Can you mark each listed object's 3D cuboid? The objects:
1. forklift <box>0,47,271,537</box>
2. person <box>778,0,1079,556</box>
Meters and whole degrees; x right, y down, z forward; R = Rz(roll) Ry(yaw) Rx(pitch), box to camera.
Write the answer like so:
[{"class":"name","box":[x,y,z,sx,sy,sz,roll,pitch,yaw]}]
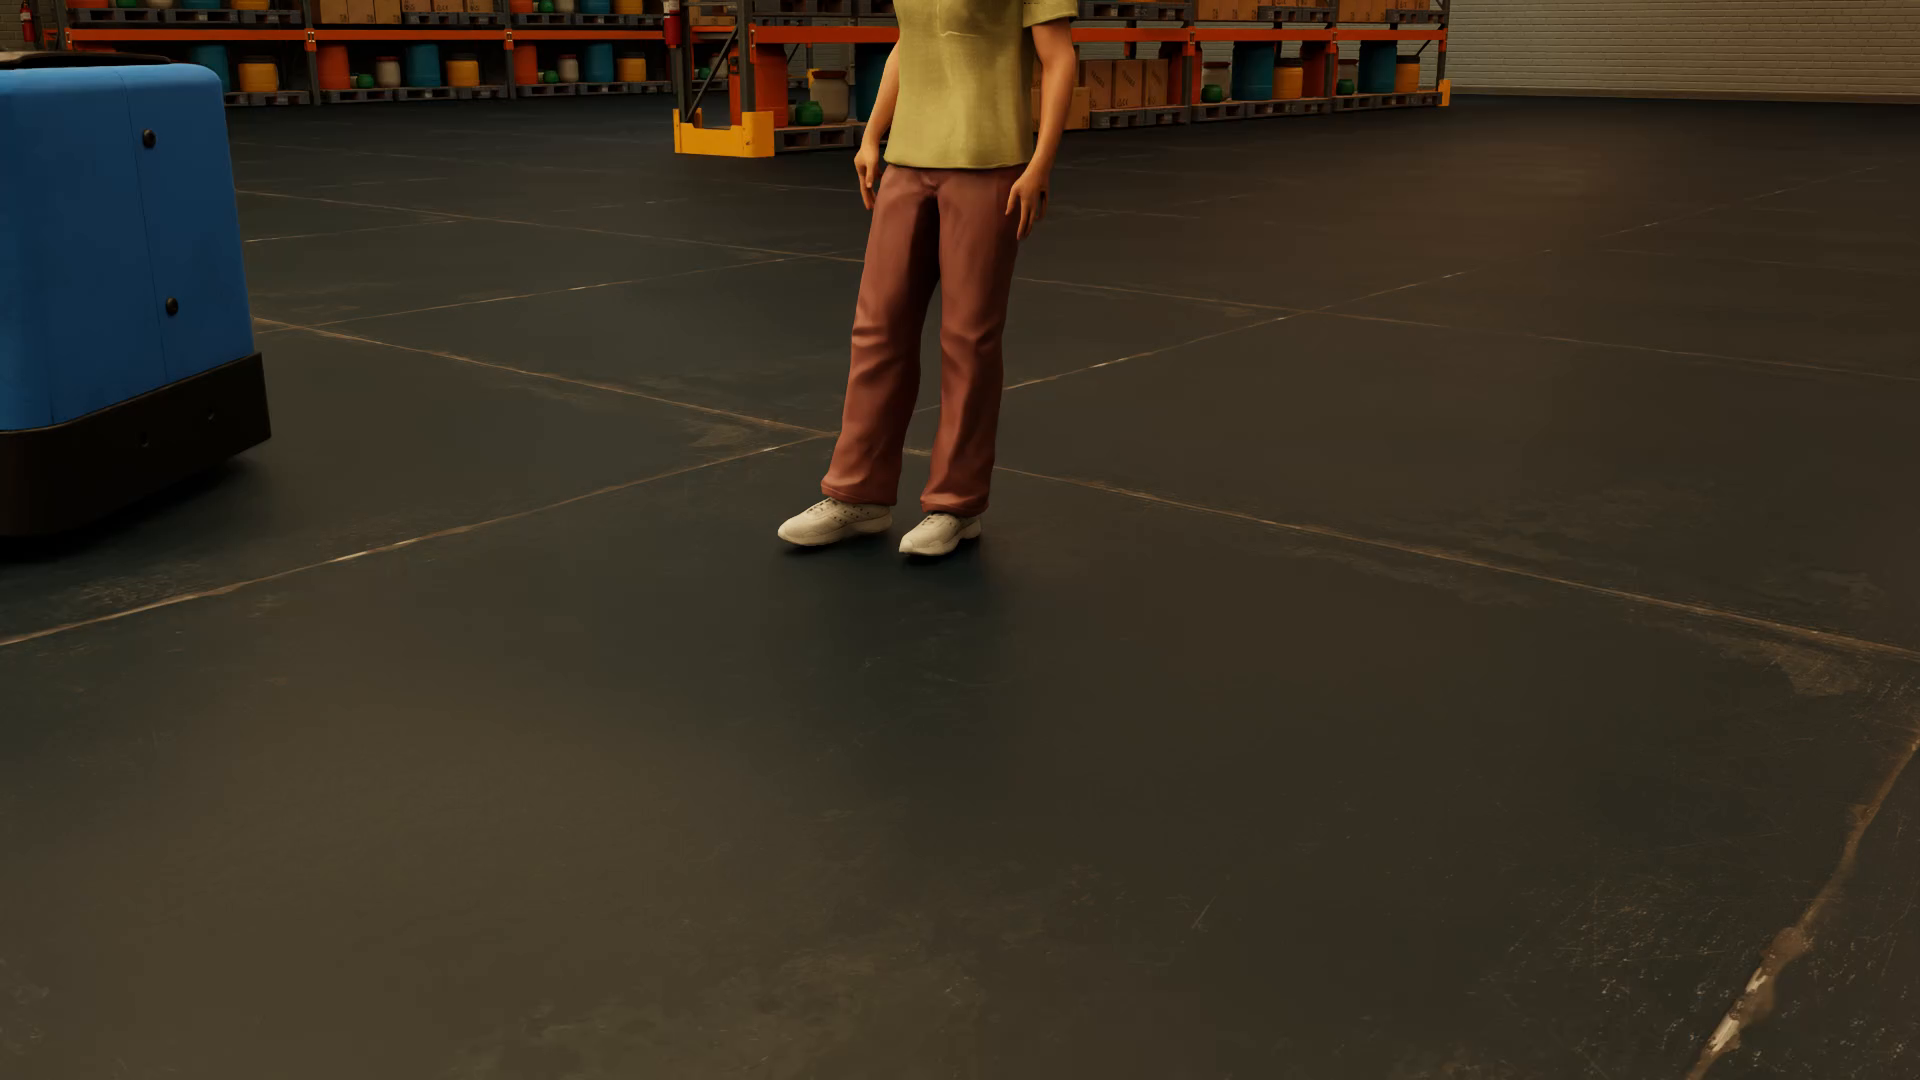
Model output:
[{"class":"forklift","box":[-3.467,-1.531,3.940,3.031,2.935,1.130,2,17,5]},{"class":"person","box":[-0.055,-0.794,3.649,0.555,1.675,0.549,13,21,37]}]
